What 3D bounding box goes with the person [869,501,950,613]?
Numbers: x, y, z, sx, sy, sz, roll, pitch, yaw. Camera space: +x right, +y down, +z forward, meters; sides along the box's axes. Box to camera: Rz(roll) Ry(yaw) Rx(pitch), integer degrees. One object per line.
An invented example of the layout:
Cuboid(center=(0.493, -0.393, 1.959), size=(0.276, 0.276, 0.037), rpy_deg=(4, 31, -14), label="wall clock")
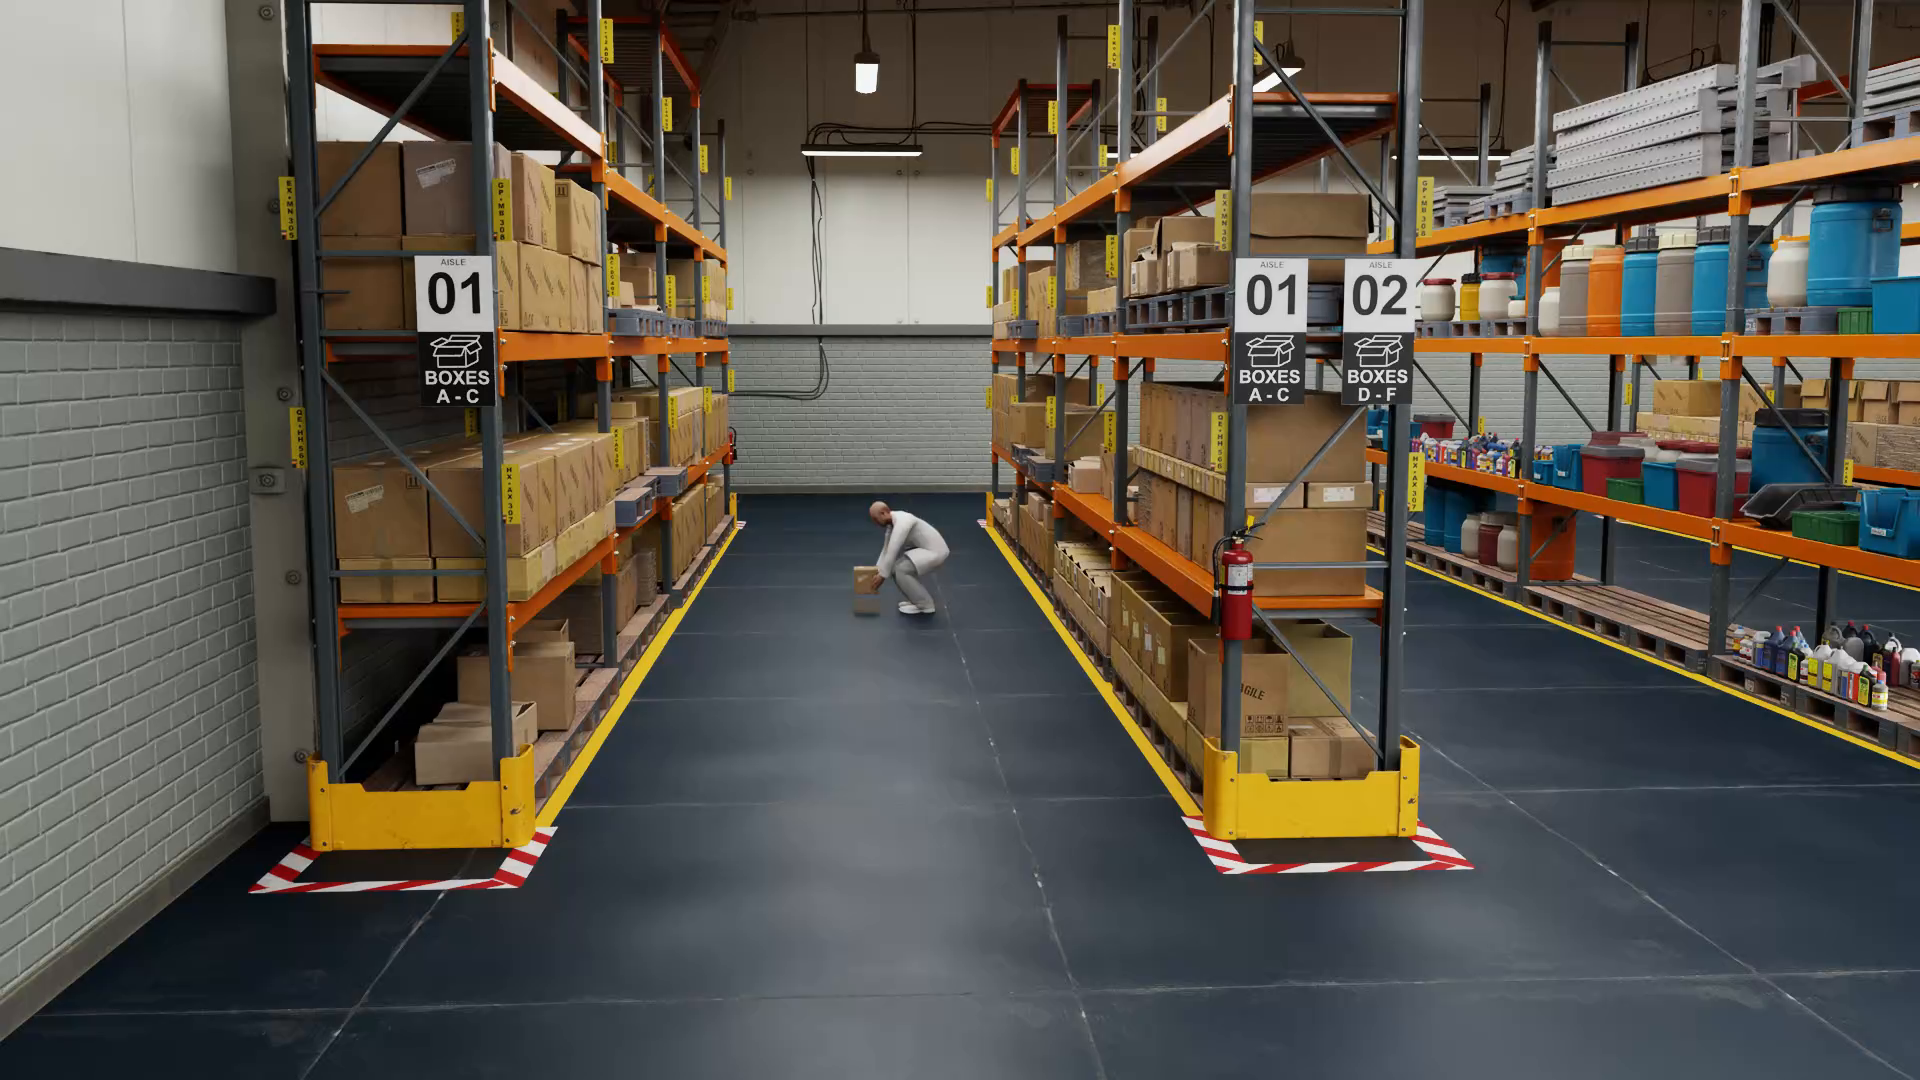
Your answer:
Cuboid(center=(-0.532, 0.177, 17.083), size=(0.851, 1.129, 0.619), rpy_deg=(0, 7, -4), label="person")
